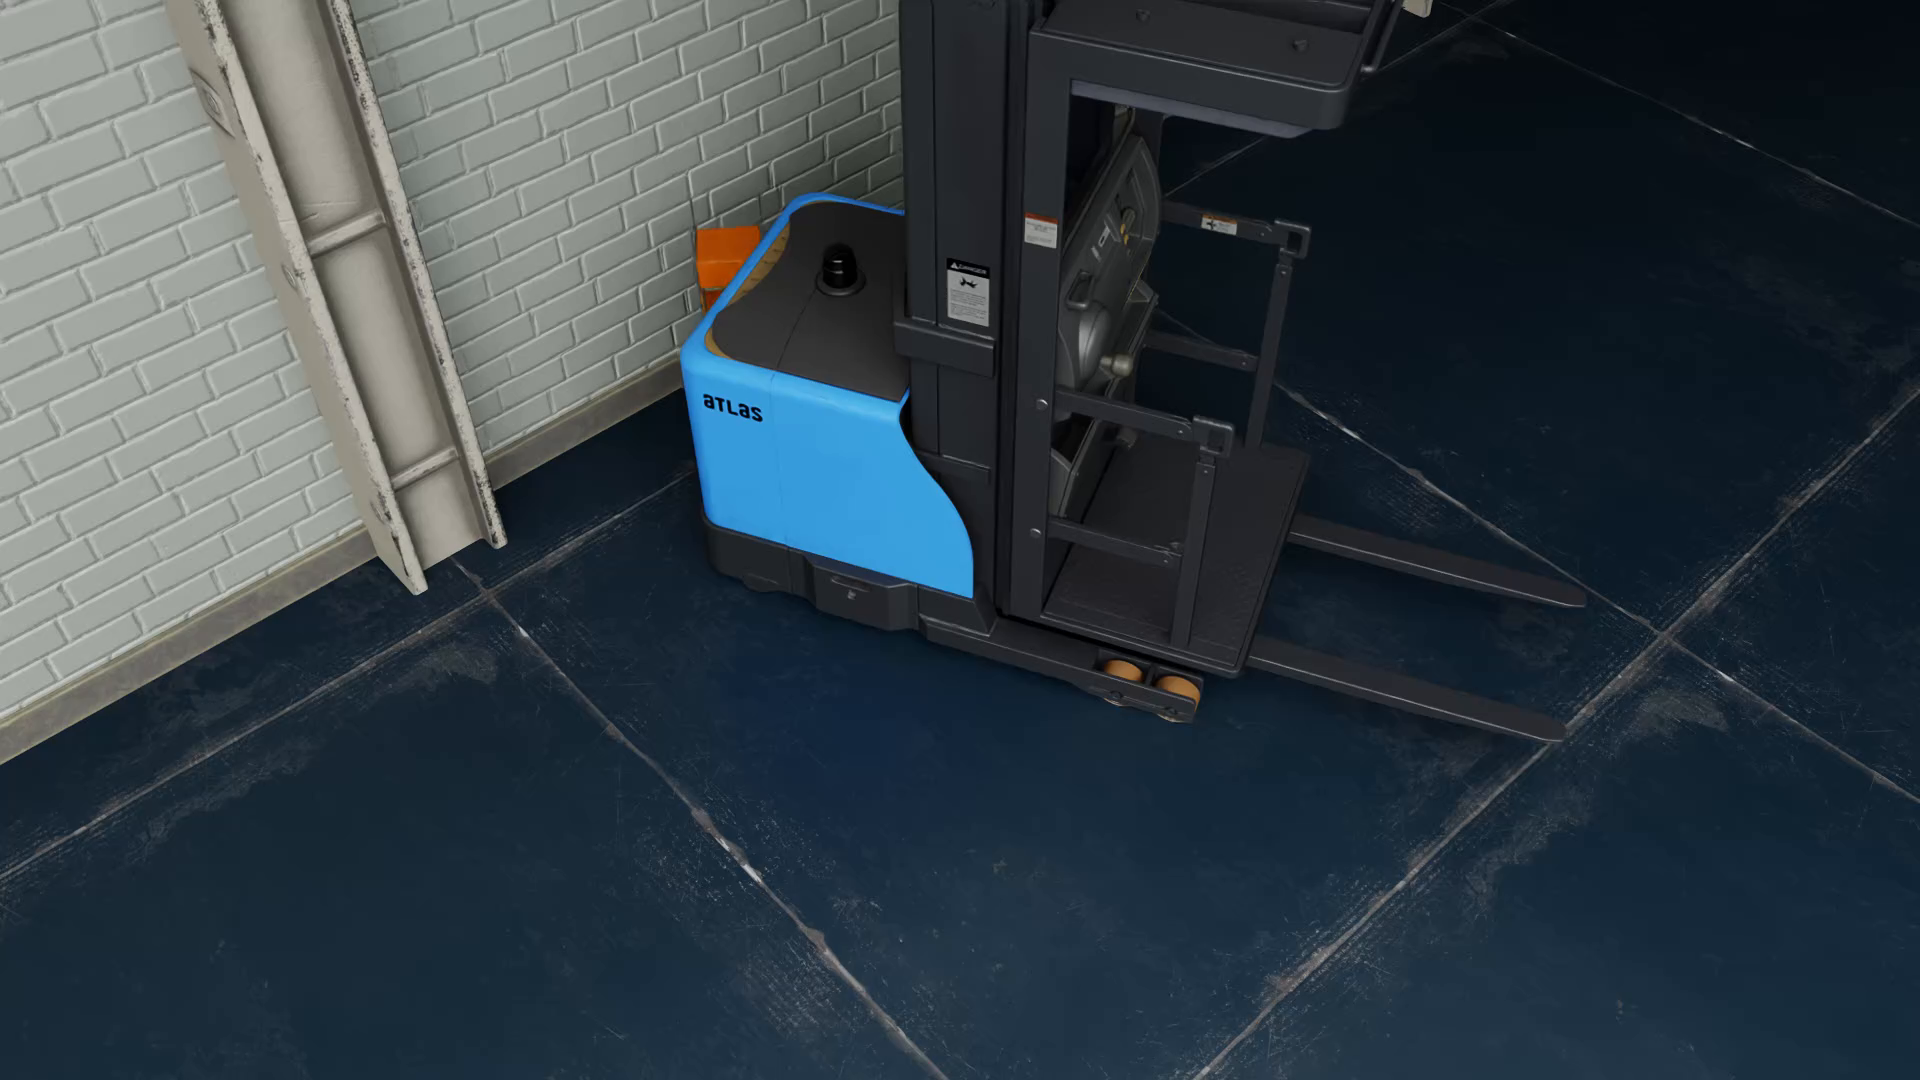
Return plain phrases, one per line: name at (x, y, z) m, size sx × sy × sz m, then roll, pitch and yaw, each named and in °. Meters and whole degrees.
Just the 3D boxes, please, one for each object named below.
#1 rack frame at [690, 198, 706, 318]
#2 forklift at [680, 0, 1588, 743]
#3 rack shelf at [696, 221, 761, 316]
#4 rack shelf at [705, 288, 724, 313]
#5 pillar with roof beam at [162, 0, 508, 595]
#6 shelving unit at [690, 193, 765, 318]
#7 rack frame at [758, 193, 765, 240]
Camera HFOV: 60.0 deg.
rack frame at (-0.953, -0.795, 6.270) m, size 0.008 × 1.050 × 0.200 m, roll -5°, pitch 47°, yaw -4°
forklift at (0.645, -0.817, 5.010) m, size 3.031 × 2.935 × 1.130 m, roll 16°, pitch 49°, yaw 14°
rack shelf at (-0.831, -0.991, 6.078) m, size 0.240 × 0.259 × 0.215 m, roll -5°, pitch 47°, yaw -4°
rack shelf at (-0.831, -0.799, 6.287) m, size 0.240 × 0.259 × 0.215 m, roll -5°, pitch 47°, yaw -4°
pillar with roof beam at (0.953, -0.688, 0.762) m, size 0.400 × 9.000 × 9.100 m, roll -34°, pitch 56°, yaw -27°
shelving unit at (-0.831, -0.806, 6.279) m, size 0.252 × 1.050 × 0.215 m, roll -5°, pitch 47°, yaw -4°
rack frame at (-0.710, -0.816, 6.289) m, size 0.008 × 1.050 × 0.200 m, roll -5°, pitch 47°, yaw -4°
